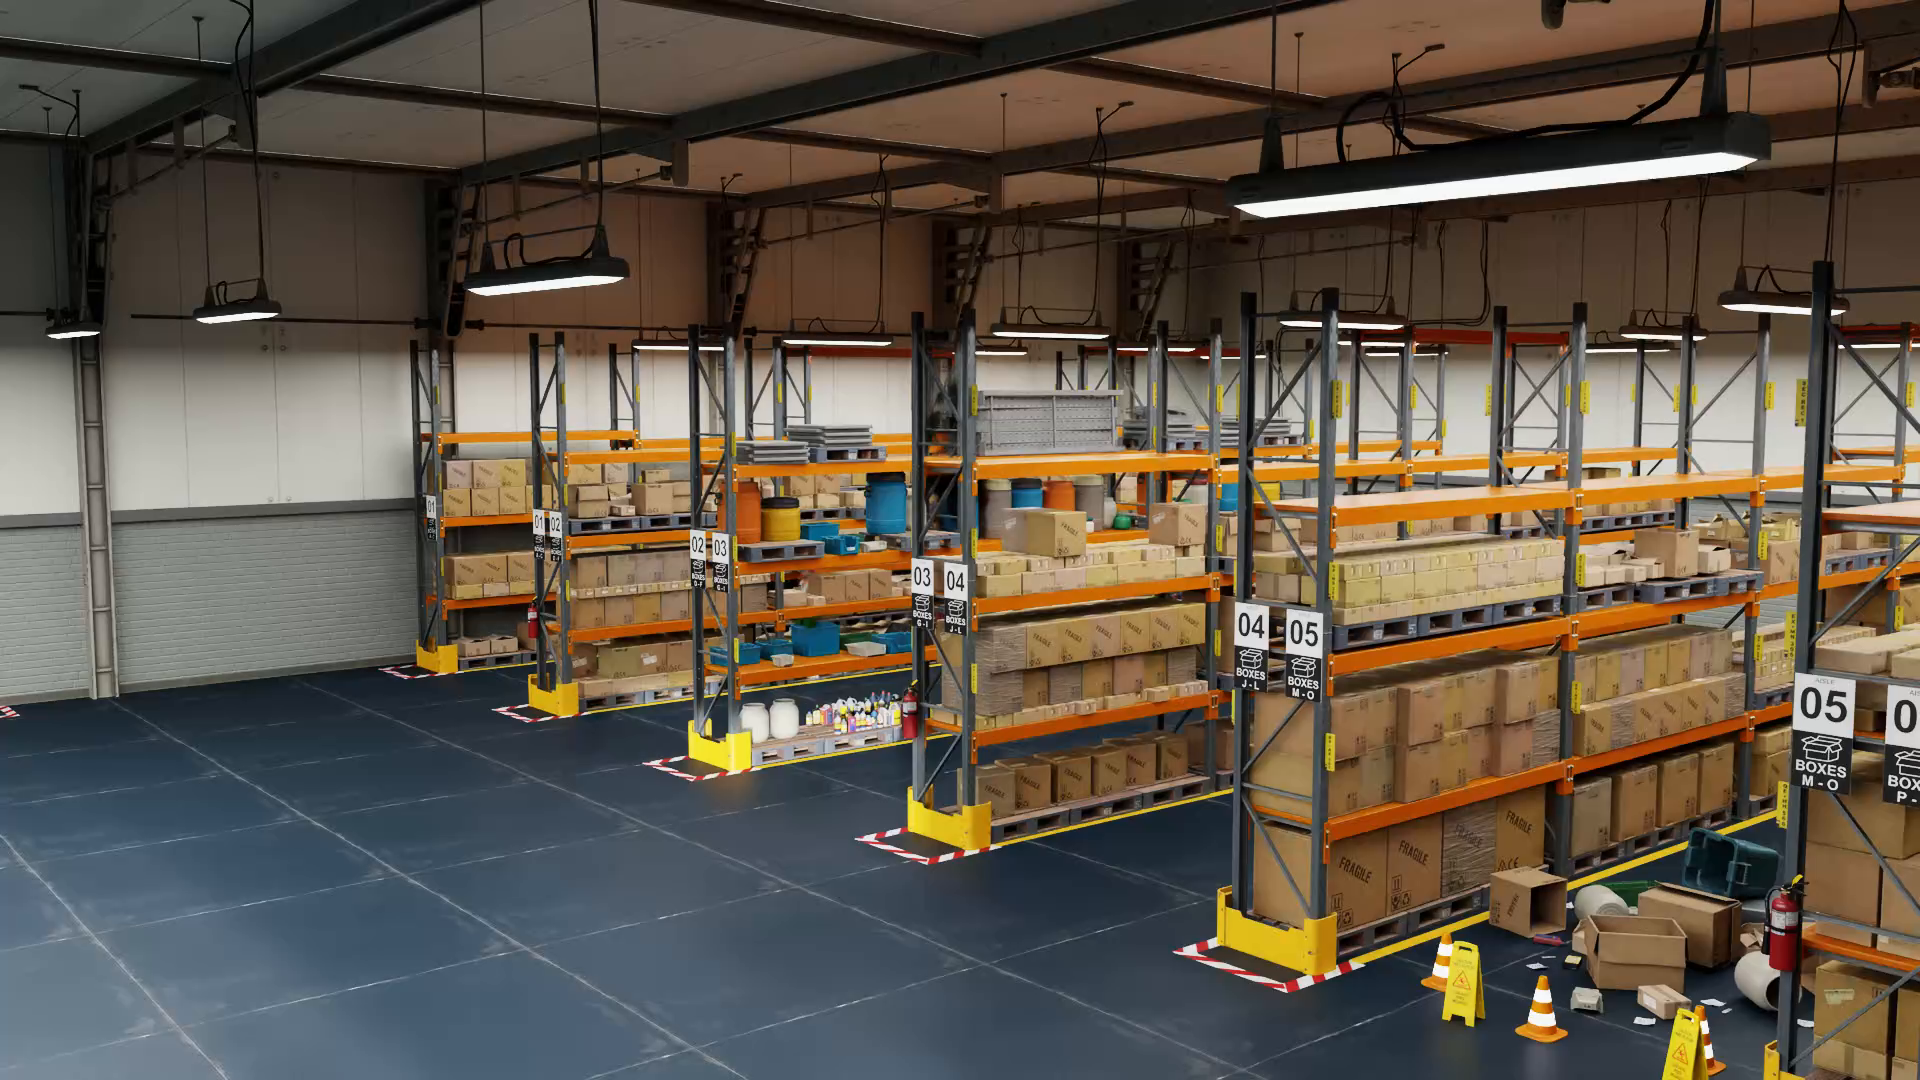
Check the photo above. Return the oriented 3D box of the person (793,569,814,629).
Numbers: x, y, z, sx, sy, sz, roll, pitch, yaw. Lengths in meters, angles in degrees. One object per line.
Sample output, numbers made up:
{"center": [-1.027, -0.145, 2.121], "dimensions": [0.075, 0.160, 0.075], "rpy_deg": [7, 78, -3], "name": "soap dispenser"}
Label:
{"center": [-2.932, 1.338, 31.960], "dimensions": [0.663, 1.748, 0.780], "rpy_deg": [5, 7, 41], "name": "person"}
